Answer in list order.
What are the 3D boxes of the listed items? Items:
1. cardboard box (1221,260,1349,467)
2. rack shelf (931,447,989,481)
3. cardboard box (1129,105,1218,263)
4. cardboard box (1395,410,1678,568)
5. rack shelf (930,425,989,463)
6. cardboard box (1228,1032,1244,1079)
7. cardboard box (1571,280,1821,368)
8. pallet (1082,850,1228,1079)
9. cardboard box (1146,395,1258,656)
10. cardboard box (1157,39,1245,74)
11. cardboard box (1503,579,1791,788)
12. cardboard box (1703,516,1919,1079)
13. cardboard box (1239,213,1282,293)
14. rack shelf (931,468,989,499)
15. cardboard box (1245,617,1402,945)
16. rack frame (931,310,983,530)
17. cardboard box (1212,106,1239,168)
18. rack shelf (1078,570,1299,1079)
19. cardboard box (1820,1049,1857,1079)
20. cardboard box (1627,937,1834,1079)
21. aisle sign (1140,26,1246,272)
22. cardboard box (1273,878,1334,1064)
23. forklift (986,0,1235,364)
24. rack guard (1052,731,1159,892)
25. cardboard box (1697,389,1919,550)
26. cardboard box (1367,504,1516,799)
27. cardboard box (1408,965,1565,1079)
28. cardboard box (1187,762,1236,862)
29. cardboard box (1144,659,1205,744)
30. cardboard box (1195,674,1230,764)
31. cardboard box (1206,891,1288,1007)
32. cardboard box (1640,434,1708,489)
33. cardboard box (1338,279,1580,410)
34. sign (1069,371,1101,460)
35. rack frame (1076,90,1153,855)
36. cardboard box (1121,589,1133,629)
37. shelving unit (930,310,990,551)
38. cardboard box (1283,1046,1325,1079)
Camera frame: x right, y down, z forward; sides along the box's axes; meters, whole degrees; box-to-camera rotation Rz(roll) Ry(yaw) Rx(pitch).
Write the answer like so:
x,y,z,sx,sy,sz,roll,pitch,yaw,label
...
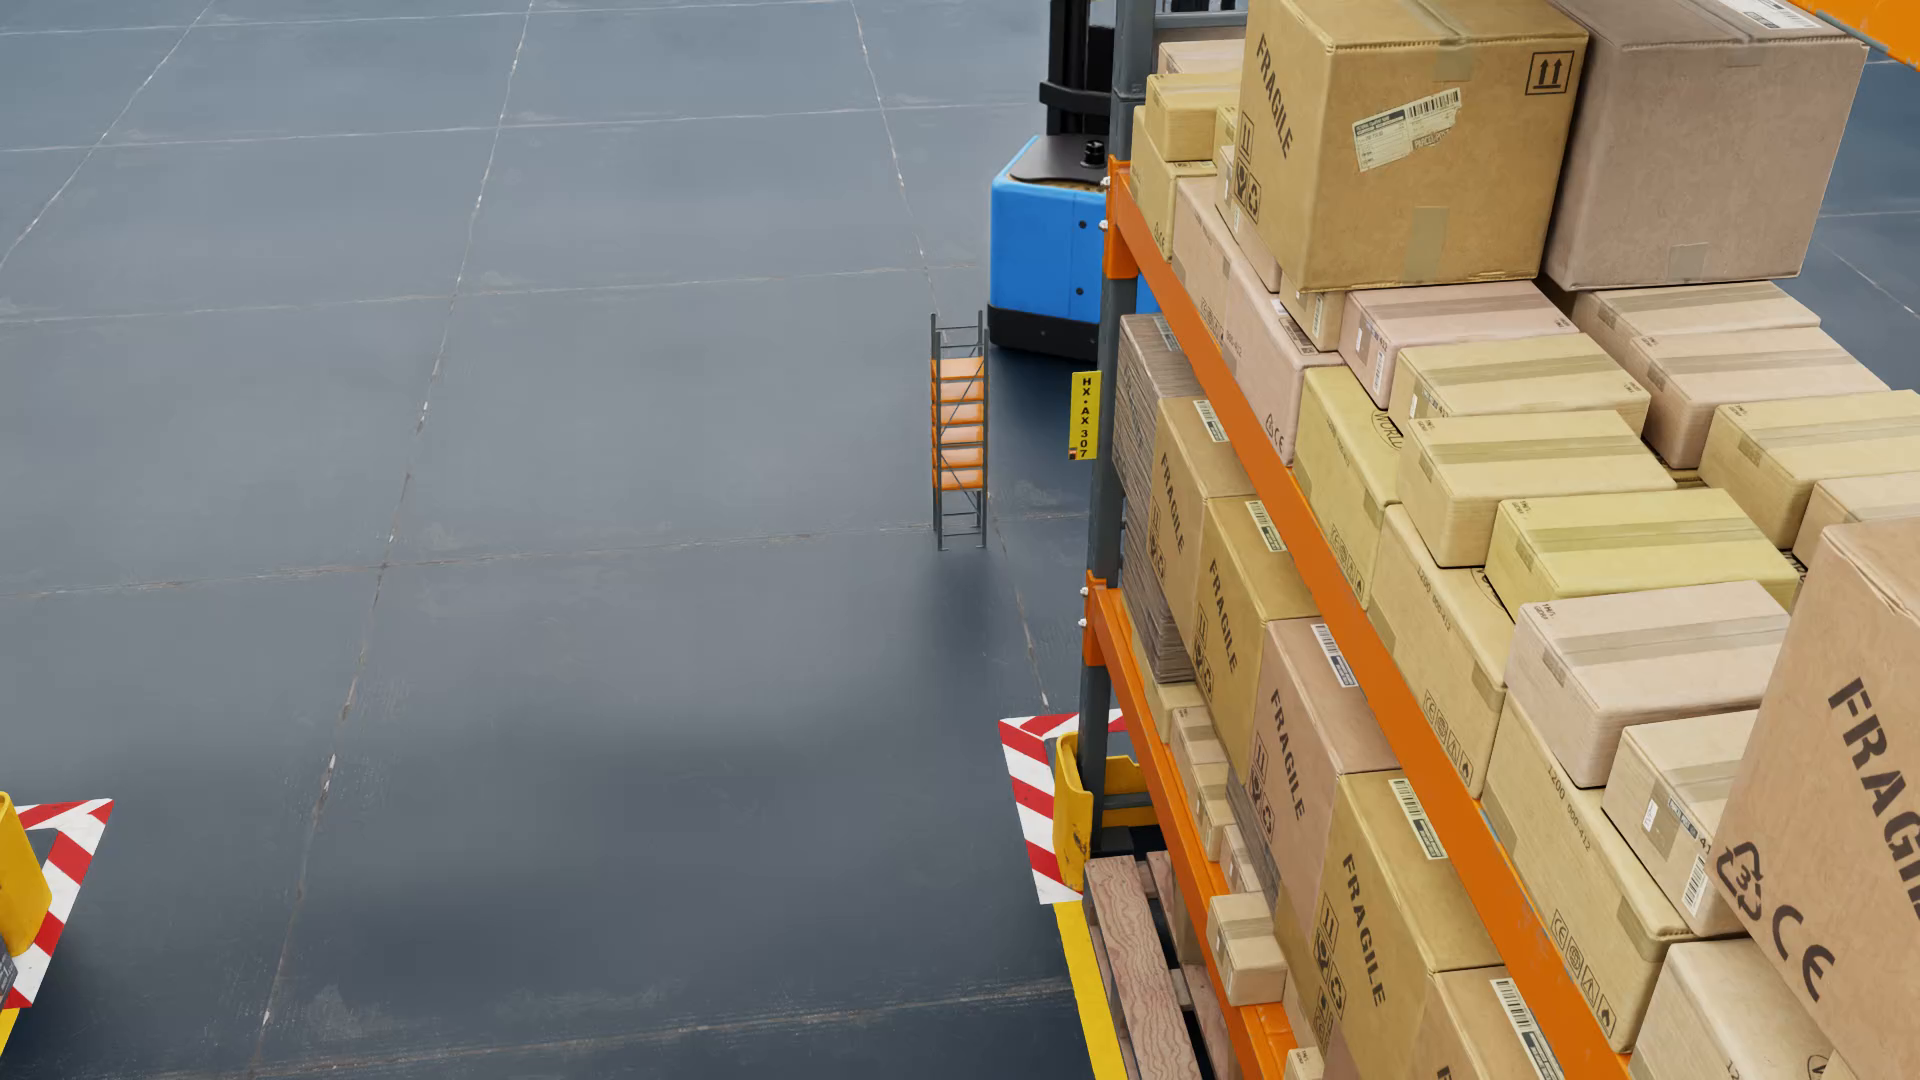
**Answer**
x,y,z,sx,sy,sz,roll,pitch,yaw,label
0.893,-0.411,3.659,0.500,0.250,0.500,-4,35,-7,cardboard box
-0.002,-0.368,8.017,0.258,0.103,0.180,-4,35,-6,rack shelf
0.755,-0.975,4.487,0.500,0.250,0.500,-3,34,-5,cardboard box
0.972,-0.091,2.835,0.380,0.149,0.250,-3,34,-4,cardboard box
-0.002,-0.467,7.949,0.258,0.103,0.180,-4,35,-6,rack shelf
1.128,1.454,5.299,0.500,0.500,0.500,4,35,6,cardboard box
1.452,-0.414,3.309,0.380,0.149,0.250,-6,35,-9,cardboard box
1.031,1.565,5.766,1.003,0.211,1.213,-4,35,-6,pallet
0.811,-0.056,4.428,0.500,0.500,0.500,-4,35,-6,cardboard box
0.754,-1.257,4.547,0.380,0.149,0.250,-5,35,-7,cardboard box
1.027,0.203,2.404,0.380,0.149,0.250,-5,35,-8,cardboard box
1.171,0.304,1.680,0.500,0.500,0.500,-5,35,-8,cardboard box
0.844,-0.680,3.700,0.380,0.149,0.250,-4,35,-7,cardboard box
-0.002,-0.269,8.084,0.258,0.103,0.180,-4,35,-6,rack shelf
0.953,0.501,3.610,0.500,0.500,0.500,-4,35,-6,cardboard box
-0.014,-0.555,7.999,0.240,1.200,0.006,-4,35,-6,rack frame
0.849,-0.974,4.130,0.380,0.149,0.250,-5,35,-7,cardboard box
1.215,1.327,4.277,1.077,0.370,4.000,-4,35,-6,rack shelf
1.154,0.644,1.756,0.380,0.149,0.250,-3,34,-5,cardboard box
1.164,0.734,1.979,0.500,0.250,0.500,-3,34,-5,cardboard box
0.641,-1.172,4.998,0.394,0.787,0.004,-4,35,-6,aisle sign
1.260,0.891,3.926,0.875,0.500,0.500,-4,35,-6,cardboard box
1.143,-3.008,10.061,1.130,2.935,3.031,12,36,17,forklift
0.957,0.989,6.354,1.175,0.500,0.348,-4,35,-6,rack guard
1.534,-0.126,2.886,0.380,0.149,0.250,-5,35,-7,cardboard box
1.031,0.158,2.825,0.500,0.250,0.500,-5,35,-7,cardboard box
1.083,1.060,2.791,0.500,0.500,0.500,-4,35,-6,cardboard box
0.863,0.754,4.702,0.380,0.149,0.250,-4,35,-6,cardboard box
0.782,0.477,5.110,0.380,0.149,0.250,-4,35,-6,cardboard box
1.179,0.329,4.751,0.875,0.500,0.500,-4,35,-6,cardboard box
0.854,1.039,4.284,0.380,0.149,0.250,-4,35,-6,cardboard box
1.466,-0.168,3.303,0.500,0.250,0.500,-5,35,-7,cardboard box
0.975,-0.393,3.279,0.380,0.149,0.250,-5,35,-7,cardboard box
0.409,-0.403,5.408,0.100,0.325,0.005,-4,35,-6,sign
0.947,-0.086,5.713,1.000,3.000,0.127,-4,35,-6,rack frame
0.749,0.195,5.523,0.380,0.149,0.250,-4,35,-6,cardboard box
-0.002,-0.504,7.924,0.258,1.200,0.189,-4,35,-6,shelving unit
0.977,1.314,3.881,0.380,0.149,0.250,-4,35,-6,cardboard box
